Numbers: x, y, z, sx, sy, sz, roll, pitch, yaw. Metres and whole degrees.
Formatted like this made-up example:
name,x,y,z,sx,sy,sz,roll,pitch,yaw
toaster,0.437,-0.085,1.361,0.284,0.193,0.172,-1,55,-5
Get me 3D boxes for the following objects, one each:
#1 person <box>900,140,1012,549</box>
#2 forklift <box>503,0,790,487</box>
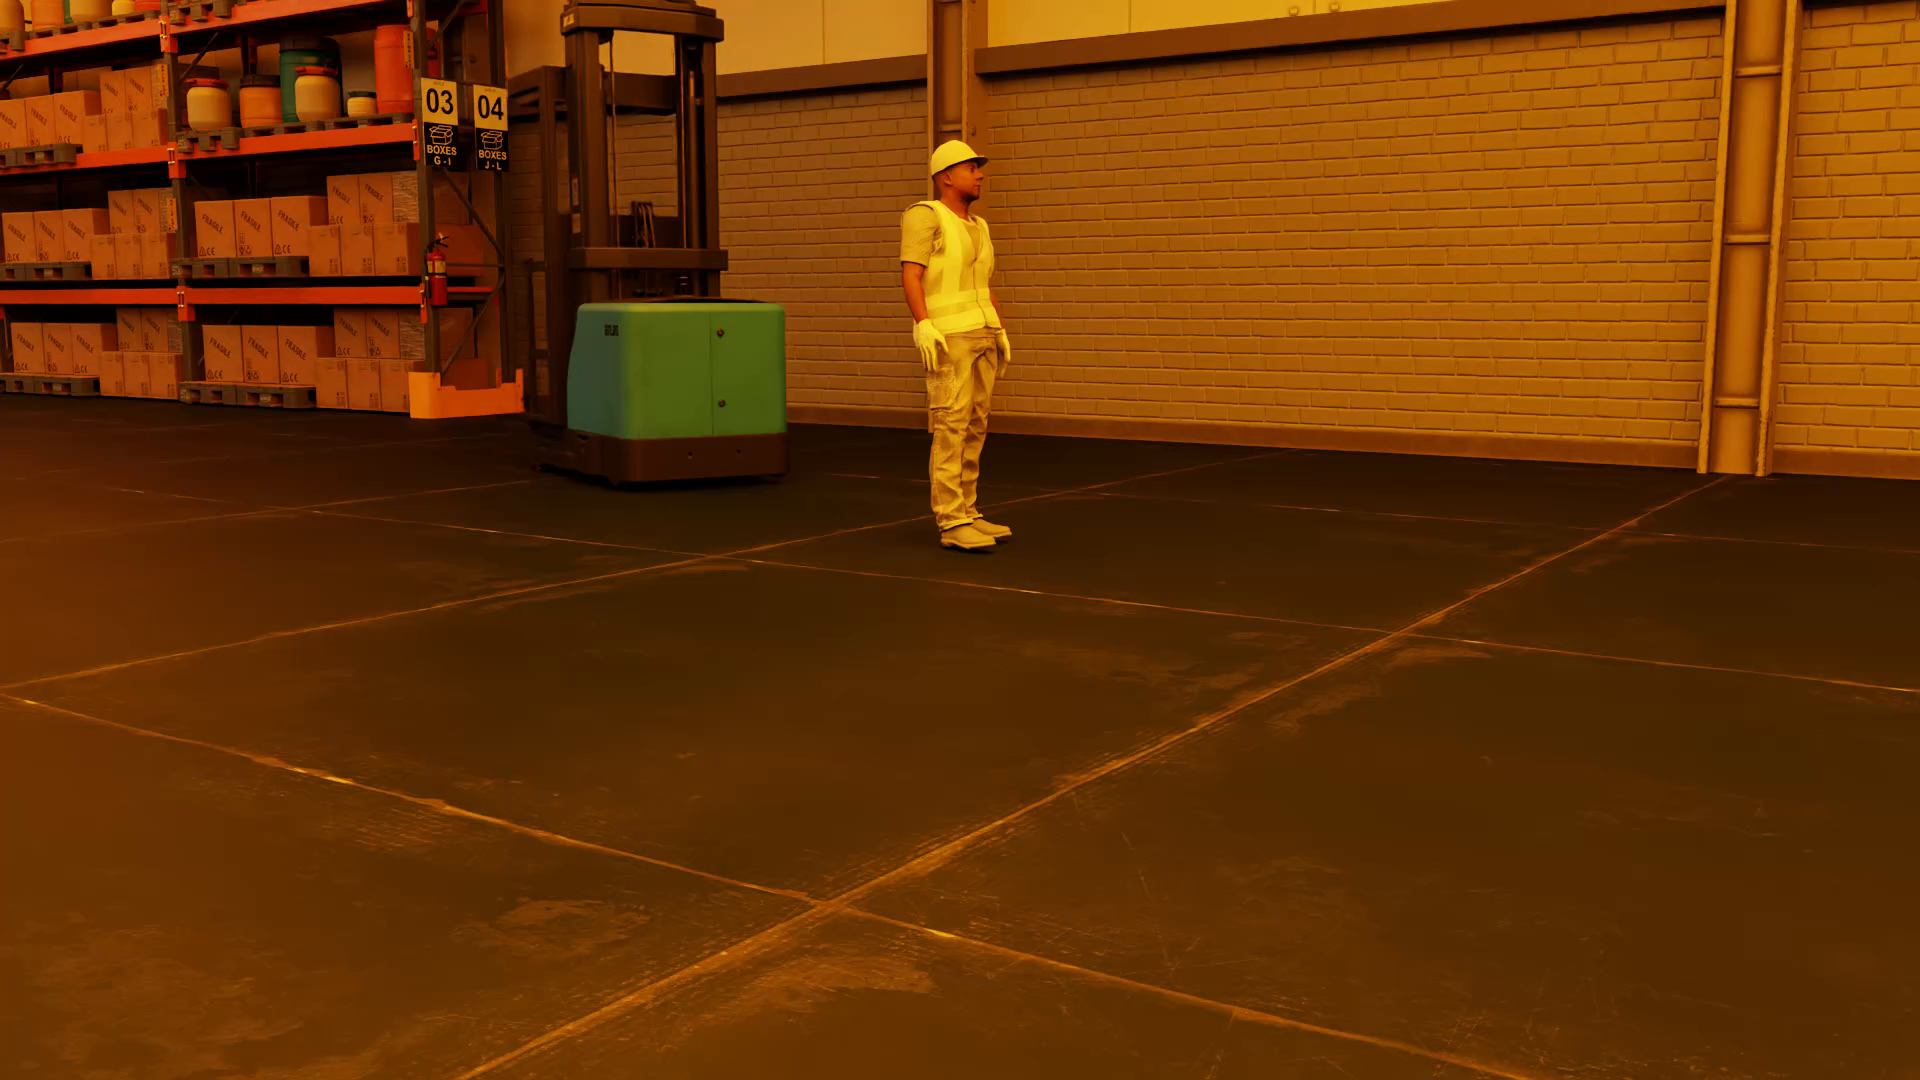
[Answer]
name,x,y,z,sx,sy,sz,roll,pitch,yaw
person,0.055,-0.884,7.430,0.575,1.785,0.657,5,10,34
forklift,-2.217,-1.923,10.718,1.130,2.935,3.031,-5,9,-31
